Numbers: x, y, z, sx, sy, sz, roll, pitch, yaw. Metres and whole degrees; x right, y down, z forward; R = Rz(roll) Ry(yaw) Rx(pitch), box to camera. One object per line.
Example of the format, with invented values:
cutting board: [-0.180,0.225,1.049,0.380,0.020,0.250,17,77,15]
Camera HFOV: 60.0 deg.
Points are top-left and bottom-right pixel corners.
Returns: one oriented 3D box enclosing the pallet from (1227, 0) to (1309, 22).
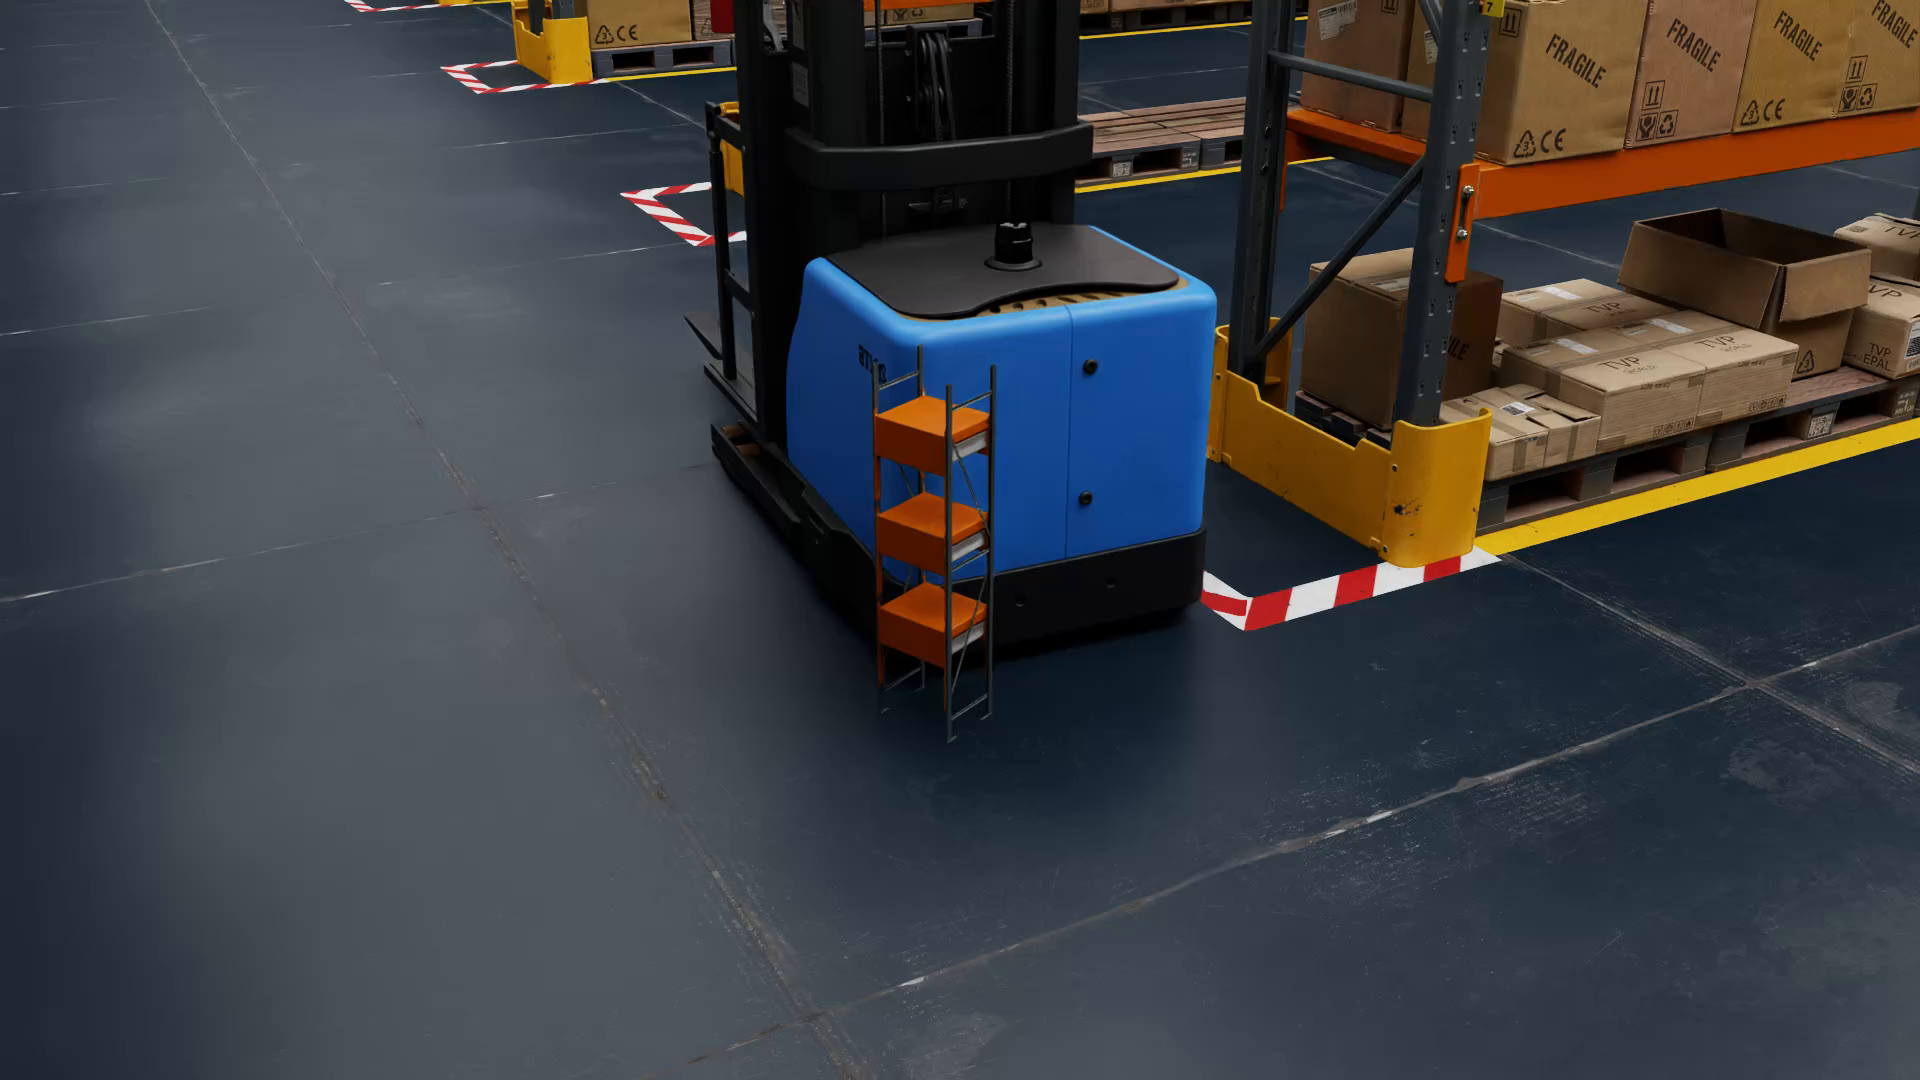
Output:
pallet: [2.955,-5.515,16.993,1.213,0.211,1.003,-13,29,-25]

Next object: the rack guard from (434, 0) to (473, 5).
rack guard: [-5.550,-6.078,17.832,0.348,0.500,1.175,-13,29,-25]

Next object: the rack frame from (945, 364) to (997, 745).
rack frame: [0.027,0.056,4.420,0.008,1.050,0.200,19,31,34]

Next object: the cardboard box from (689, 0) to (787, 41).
cardboard box: [-2.042,-4.852,14.360,0.875,0.875,0.875,-13,29,-25]

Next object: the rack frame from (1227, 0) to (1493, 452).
rack frame: [1.286,-1.490,5.389,0.127,3.000,1.000,-13,29,-25]

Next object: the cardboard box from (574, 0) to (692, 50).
cardboard box: [-2.845,-4.667,13.974,0.875,0.875,0.875,-13,29,-25]

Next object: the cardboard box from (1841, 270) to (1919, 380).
cardboard box: [3.784,-0.914,6.787,0.500,0.311,0.500,-13,29,-25]

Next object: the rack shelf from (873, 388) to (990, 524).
rack shelf: [-0.067,-0.224,4.371,0.240,0.259,0.215,19,31,34]

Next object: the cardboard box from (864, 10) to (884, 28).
cardboard box: [-1.257,-5.034,14.738,0.875,0.875,0.875,-13,29,-25]

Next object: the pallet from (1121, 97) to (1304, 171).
pallet: [1.857,-2.776,11.288,1.213,0.211,1.003,-13,29,-25]

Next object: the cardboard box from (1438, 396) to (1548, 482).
cardboard box: [1.817,-0.358,5.815,0.250,0.149,0.380,-13,29,-25]

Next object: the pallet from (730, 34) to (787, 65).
pallet: [-1.629,-4.457,14.789,1.213,0.211,1.003,-13,29,-25]

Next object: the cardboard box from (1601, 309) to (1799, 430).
cardboard box: [2.781,-0.655,6.318,0.500,0.250,0.500,-13,29,-25]

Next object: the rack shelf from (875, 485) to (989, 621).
rack shelf: [-0.069,0.032,4.493,0.240,0.259,0.215,19,31,34]

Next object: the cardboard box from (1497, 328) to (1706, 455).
cardboard box: [2.340,-0.553,6.106,0.500,0.250,0.500,-13,29,-25]

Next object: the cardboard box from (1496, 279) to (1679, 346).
cardboard box: [2.502,-0.836,6.694,0.500,0.250,0.500,-13,29,-25]

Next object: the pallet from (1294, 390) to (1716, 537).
pallet: [2.056,-0.411,6.363,1.213,0.211,1.003,-13,29,-25]

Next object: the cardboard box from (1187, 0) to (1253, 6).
cardboard box: [2.278,-5.824,16.385,0.875,0.875,1.225,-13,29,-25]

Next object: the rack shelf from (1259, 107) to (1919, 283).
rack shelf: [3.051,-1.573,6.393,4.000,0.370,1.077,-13,29,-25]

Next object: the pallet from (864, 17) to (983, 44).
pallet: [-0.551,-4.707,15.310,1.213,0.211,1.003,-13,29,-25]

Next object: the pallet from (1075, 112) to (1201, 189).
pallet: [0.779,-2.526,10.767,1.213,0.211,1.003,-13,29,-25]

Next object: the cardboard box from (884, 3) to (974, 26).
cardboard box: [-0.463,-5.217,15.120,0.875,0.875,0.875,-13,29,-25]

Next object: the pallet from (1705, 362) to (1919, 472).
pallet: [3.131,-0.658,6.877,1.213,0.211,1.003,-13,29,-25]

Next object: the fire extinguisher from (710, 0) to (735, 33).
fire extinguisher: [-1.389,-3.323,9.725,0.183,0.674,0.296,-13,29,-25]

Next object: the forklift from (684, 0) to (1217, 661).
forklift: [-0.293,-1.580,5.654,1.130,2.935,3.031,-11,28,-21]

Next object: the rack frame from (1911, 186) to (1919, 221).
rack frame: [4.815,-2.305,7.085,0.127,3.000,1.000,-13,29,-25]

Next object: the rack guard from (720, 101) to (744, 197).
rack guard: [-1.057,-2.246,9.851,0.348,0.500,1.175,-13,29,-25]

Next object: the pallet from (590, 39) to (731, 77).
pallet: [-2.704,-4.210,14.275,1.213,0.211,1.003,-13,29,-25]

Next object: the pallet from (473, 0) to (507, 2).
pallet: [-4.817,-6.100,18.211,1.213,0.211,1.003,-13,29,-25]

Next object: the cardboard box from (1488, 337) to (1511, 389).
cardboard box: [2.049,-0.664,6.434,0.250,0.166,0.380,-13,29,-25]

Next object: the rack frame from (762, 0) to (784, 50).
rack frame: [-1.042,-3.383,9.330,0.127,3.000,1.000,-13,29,-25]

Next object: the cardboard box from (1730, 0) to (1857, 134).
cardboard box: [2.698,-1.733,5.779,0.500,0.500,0.500,-13,29,-25]

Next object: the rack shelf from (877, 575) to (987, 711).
rack shelf: [-0.070,0.283,4.613,0.240,0.259,0.215,19,31,34]

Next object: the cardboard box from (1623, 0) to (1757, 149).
cardboard box: [2.254,-1.632,5.569,0.500,0.500,0.500,-13,29,-26]

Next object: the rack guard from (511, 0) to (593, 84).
rack guard: [-3.394,-4.143,13.801,0.348,0.500,1.175,-13,29,-25]

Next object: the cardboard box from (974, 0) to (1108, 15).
cardboard box: [0.712,-5.459,15.623,0.875,0.875,1.225,-13,29,-25]

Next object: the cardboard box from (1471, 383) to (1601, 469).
cardboard box: [2.038,-0.416,5.917,0.250,0.166,0.380,-13,29,-25]

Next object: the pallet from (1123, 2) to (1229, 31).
pallet: [1.880,-5.268,16.479,1.213,0.211,1.003,-13,29,-25]

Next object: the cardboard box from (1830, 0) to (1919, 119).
cardboard box: [3.140,-1.835,5.990,0.500,0.500,0.500,-13,28,-24]

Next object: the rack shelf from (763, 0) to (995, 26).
rack shelf: [0.723,-3.466,10.334,4.000,0.370,1.077,-13,29,-25]

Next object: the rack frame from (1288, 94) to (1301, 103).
rack frame: [2.488,-4.198,11.027,0.127,3.000,1.000,-13,29,-25]

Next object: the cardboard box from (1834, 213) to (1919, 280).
cardboard box: [4.343,-1.288,7.566,0.500,0.311,0.500,-13,29,-25]

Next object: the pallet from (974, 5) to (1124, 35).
pallet: [0.802,-5.018,15.958,1.213,0.211,1.003,-13,29,-25]

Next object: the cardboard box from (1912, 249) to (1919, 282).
cardboard box: [4.446,-1.152,7.064,0.500,0.500,0.500,-13,29,-25]

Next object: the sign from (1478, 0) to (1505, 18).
sign: [1.541,-1.674,4.770,0.005,0.325,0.100,-13,29,-25]

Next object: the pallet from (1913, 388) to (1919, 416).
pallet: [4.209,-0.908,7.399,1.213,0.211,1.003,-13,29,-25]

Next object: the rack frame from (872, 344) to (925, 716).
rack frame: [-0.164,-0.010,4.556,0.008,1.050,0.200,19,31,34]

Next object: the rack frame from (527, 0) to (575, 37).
rack frame: [-3.372,-5.275,13.270,0.127,3.000,1.000,-13,29,-25]

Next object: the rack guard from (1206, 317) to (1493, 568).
rack guard: [1.353,-0.379,5.962,0.348,0.500,1.175,-13,29,-25]

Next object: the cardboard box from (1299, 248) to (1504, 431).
cardboard box: [1.650,-0.767,6.261,0.500,0.500,0.500,-13,29,-25]

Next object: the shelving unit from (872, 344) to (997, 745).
shelving unit: [-0.069,0.023,4.488,0.252,1.050,0.215,19,31,34]

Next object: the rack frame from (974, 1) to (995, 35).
rack frame: [0.157,-6.089,14.967,0.127,3.000,1.000,-13,29,-25]

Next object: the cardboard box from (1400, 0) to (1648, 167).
cardboard box: [1.801,-1.525,5.346,0.500,0.500,0.500,-12,28,-24]

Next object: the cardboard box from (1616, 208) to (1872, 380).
cardboard box: [3.160,-0.993,6.730,0.637,0.503,0.797,-13,29,-25]

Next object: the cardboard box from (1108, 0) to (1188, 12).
cardboard box: [1.500,-5.641,16.003,0.875,0.875,1.225,-14,29,-27]

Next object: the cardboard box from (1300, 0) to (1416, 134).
cardboard box: [1.553,-1.731,5.774,0.500,0.500,0.500,-12,28,-24]

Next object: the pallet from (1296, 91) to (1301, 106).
pallet: [3.188,-3.082,11.925,1.213,0.211,1.003,-13,29,-25]
